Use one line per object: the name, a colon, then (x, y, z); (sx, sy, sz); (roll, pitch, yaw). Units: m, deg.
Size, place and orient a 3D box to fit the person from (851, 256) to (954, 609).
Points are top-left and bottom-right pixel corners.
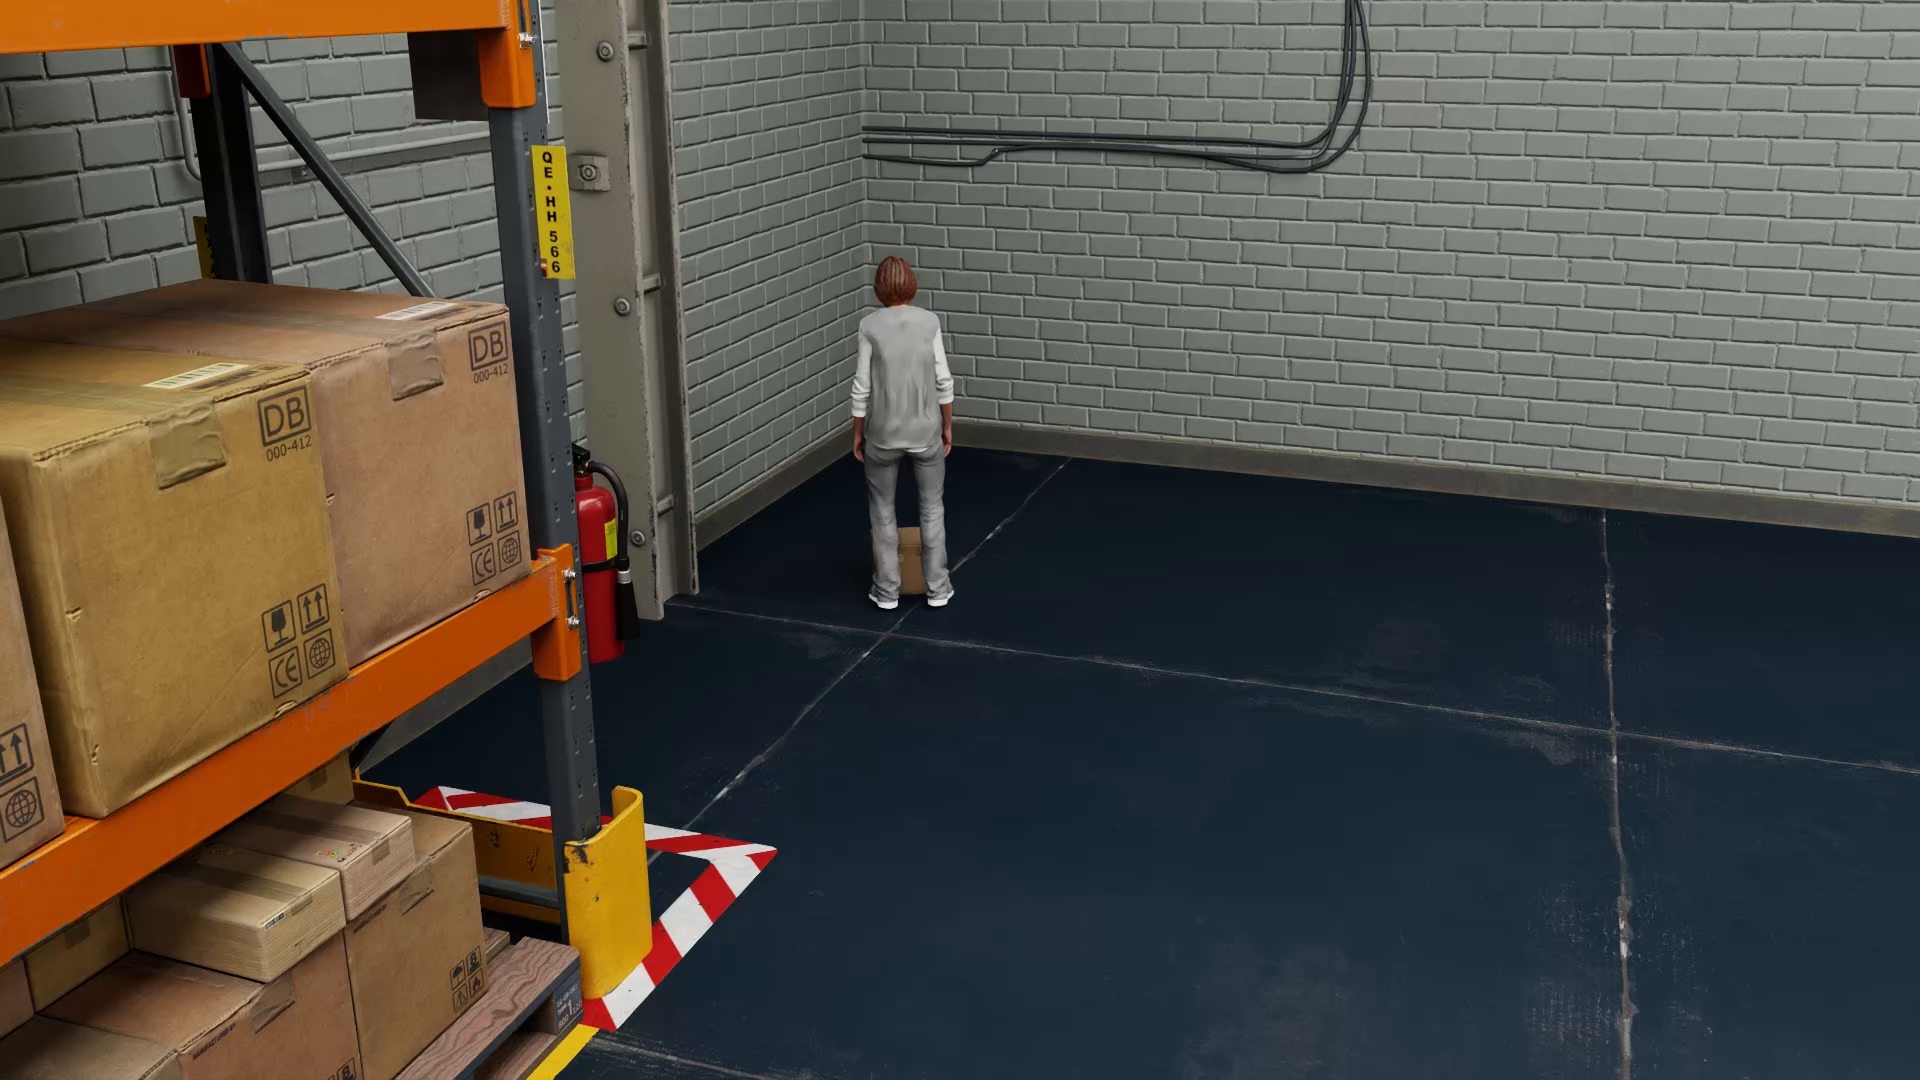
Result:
person: (-0.251, -0.453, 7.421); (0.473, 1.580, 0.347); (-3, 19, -9)
